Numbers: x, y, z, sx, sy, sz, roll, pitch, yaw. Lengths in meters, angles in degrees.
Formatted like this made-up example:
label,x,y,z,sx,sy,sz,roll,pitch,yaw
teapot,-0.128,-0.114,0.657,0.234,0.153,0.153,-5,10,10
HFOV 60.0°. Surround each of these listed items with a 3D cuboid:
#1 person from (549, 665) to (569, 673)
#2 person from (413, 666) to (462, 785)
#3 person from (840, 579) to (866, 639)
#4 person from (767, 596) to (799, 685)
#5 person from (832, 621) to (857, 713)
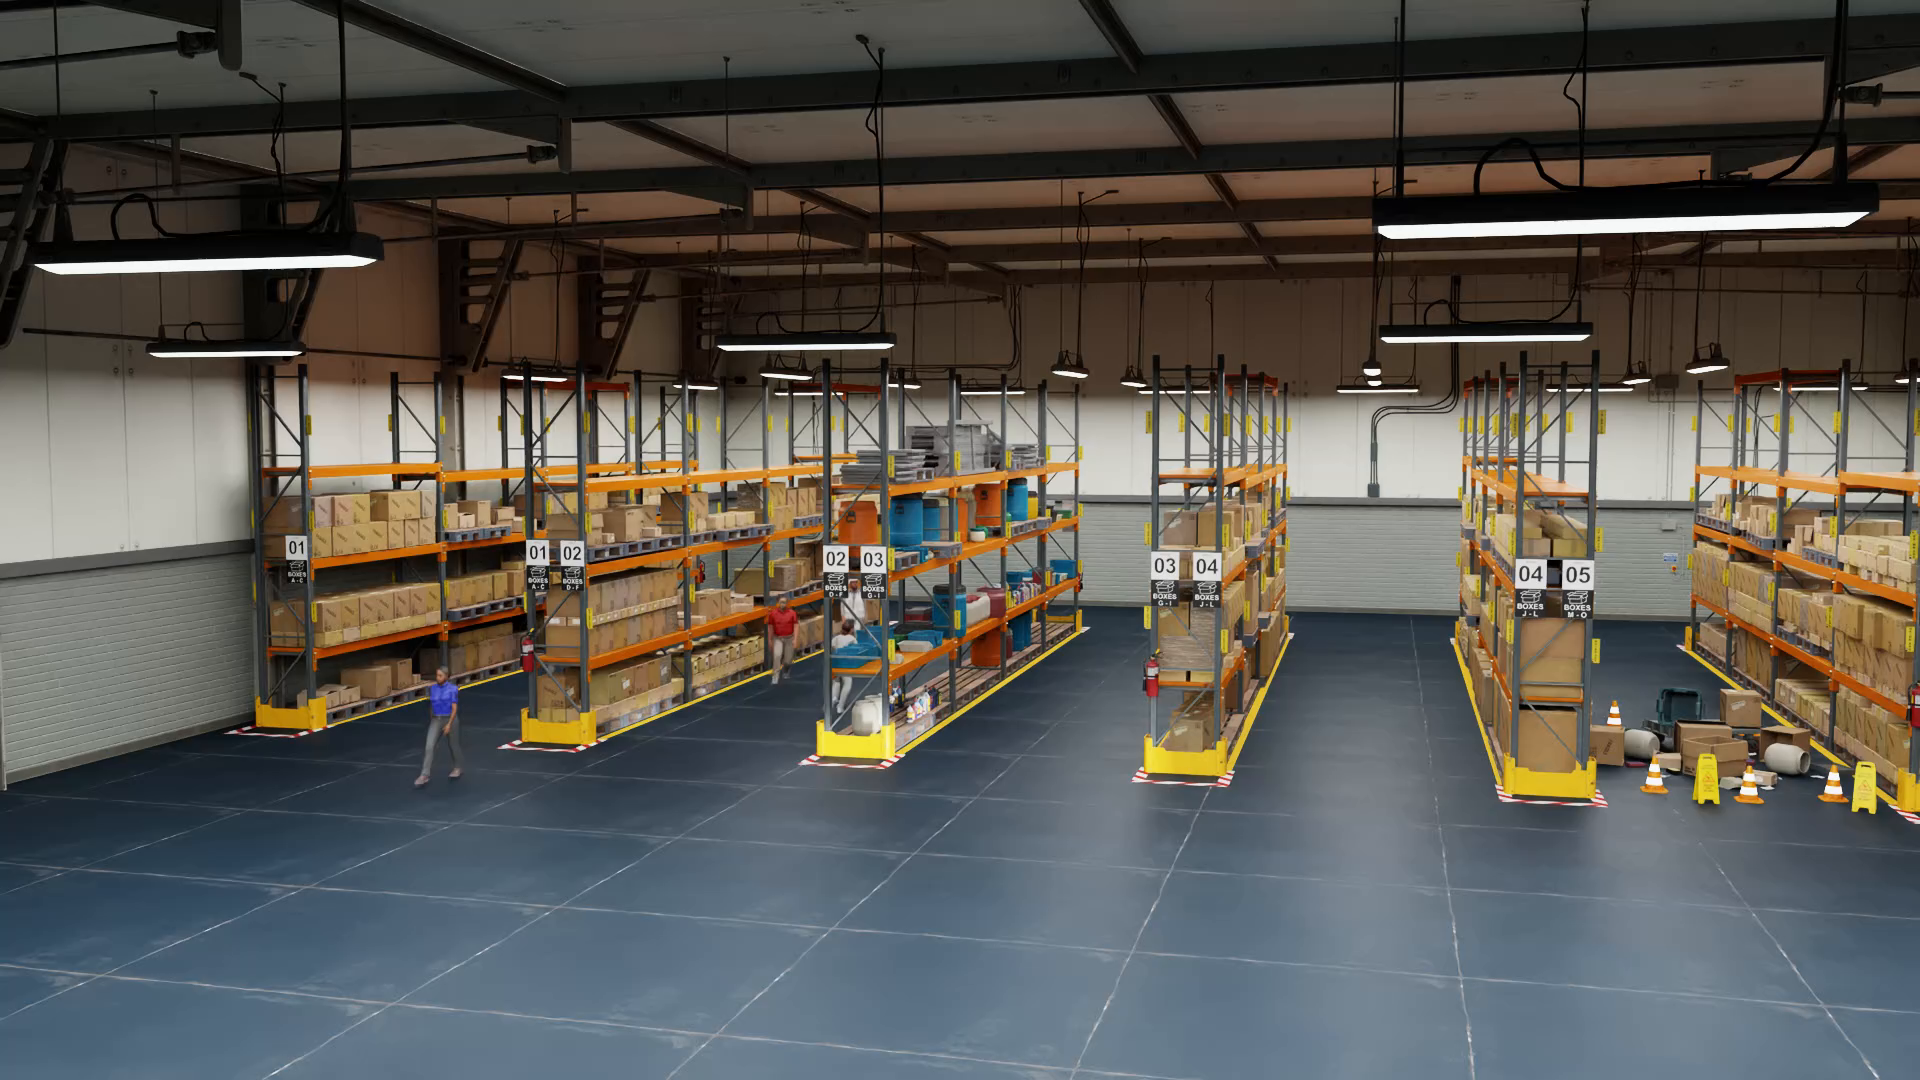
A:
label,x,y,z,sx,sy,sz,roll,pitch,yaw
person,-7.728,1.984,32.054,0.477,1.670,0.744,-1,4,-10
person,-7.270,2.571,23.252,0.482,1.612,0.938,0,4,4
person,-2.209,1.560,34.426,0.518,1.657,1.018,0,4,4
person,-3.267,1.834,30.697,0.584,1.597,1.110,-1,4,-13
person,-2.035,2.213,29.197,0.555,1.568,0.728,1,4,17
